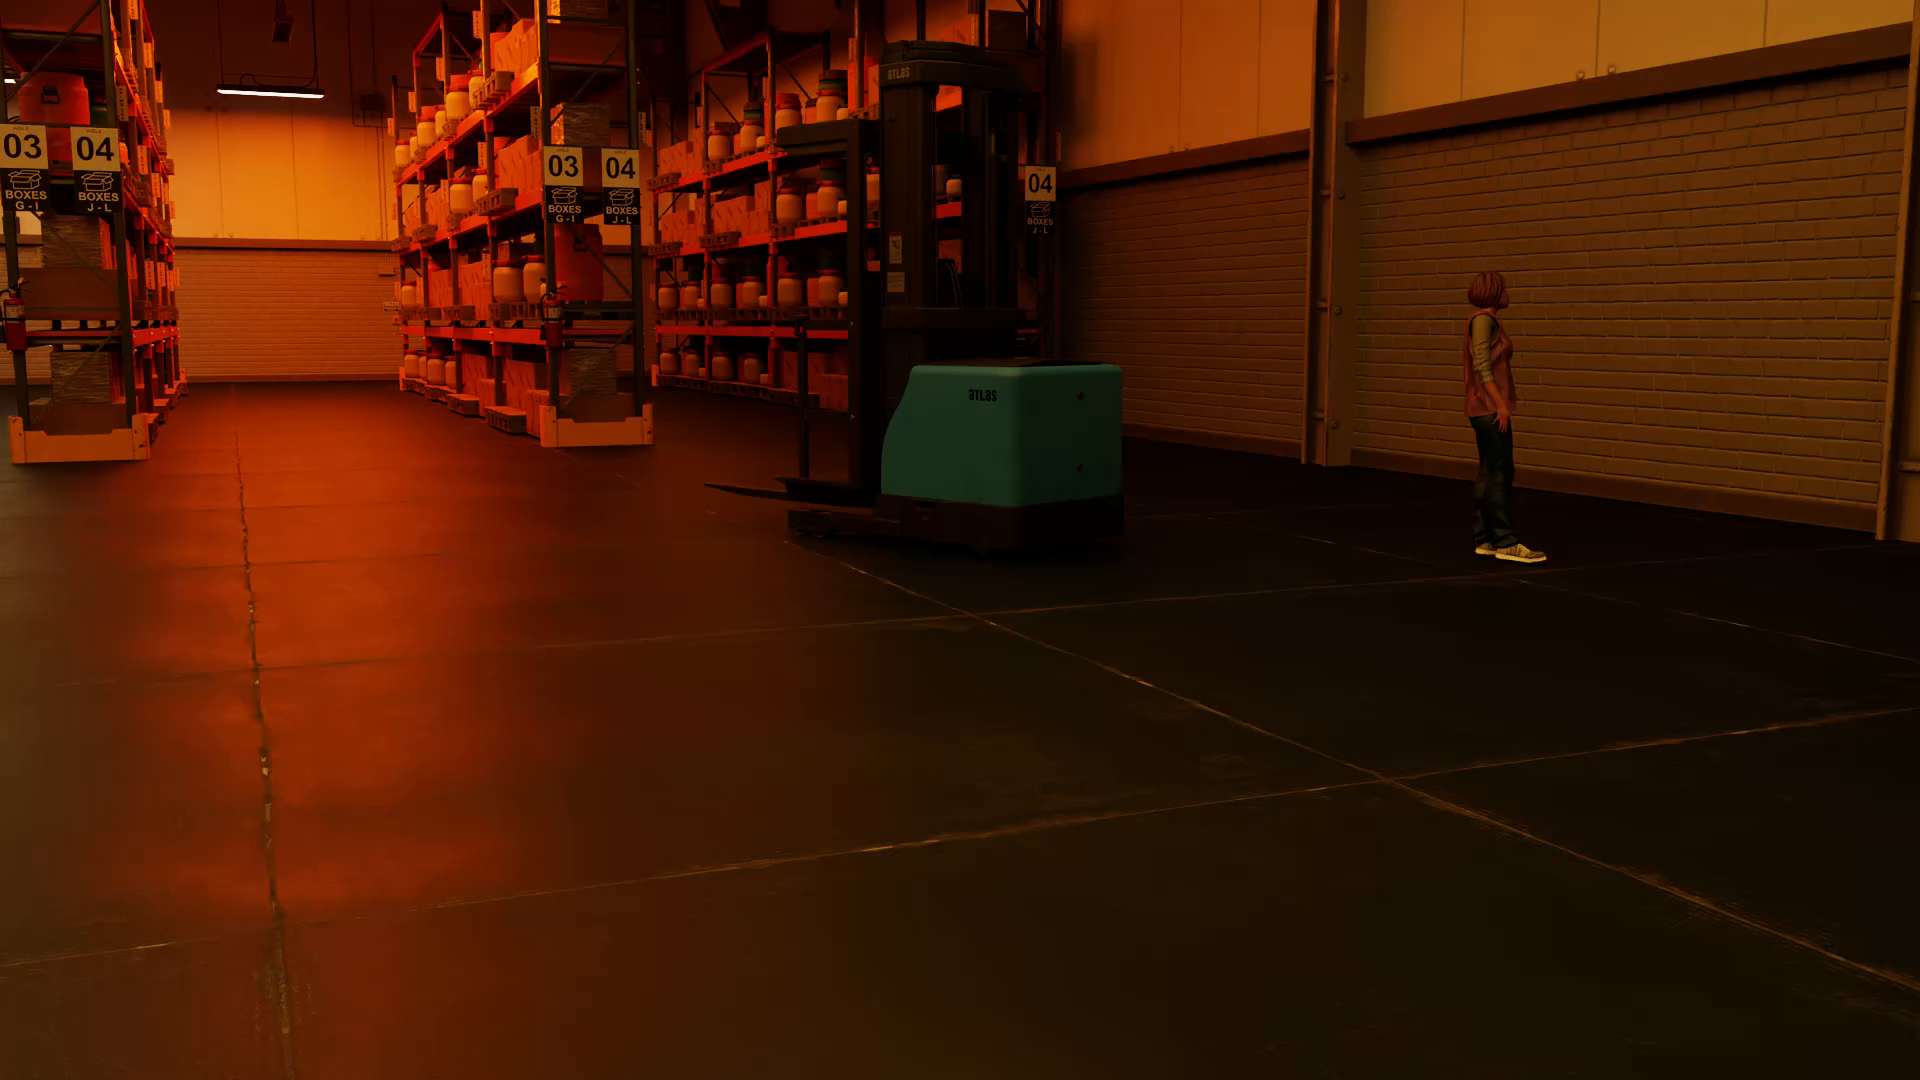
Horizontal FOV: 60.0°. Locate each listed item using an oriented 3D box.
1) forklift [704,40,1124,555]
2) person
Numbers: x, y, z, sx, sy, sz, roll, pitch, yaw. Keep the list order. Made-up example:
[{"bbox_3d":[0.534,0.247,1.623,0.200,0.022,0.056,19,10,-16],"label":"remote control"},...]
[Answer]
[{"bbox_3d":[-0.436,-1.509,10.383,3.031,2.935,1.130,7,10,44],"label":"forklift"},{"bbox_3d":[3.042,-0.697,9.274,0.475,1.596,0.520,2,8,16],"label":"person"}]
